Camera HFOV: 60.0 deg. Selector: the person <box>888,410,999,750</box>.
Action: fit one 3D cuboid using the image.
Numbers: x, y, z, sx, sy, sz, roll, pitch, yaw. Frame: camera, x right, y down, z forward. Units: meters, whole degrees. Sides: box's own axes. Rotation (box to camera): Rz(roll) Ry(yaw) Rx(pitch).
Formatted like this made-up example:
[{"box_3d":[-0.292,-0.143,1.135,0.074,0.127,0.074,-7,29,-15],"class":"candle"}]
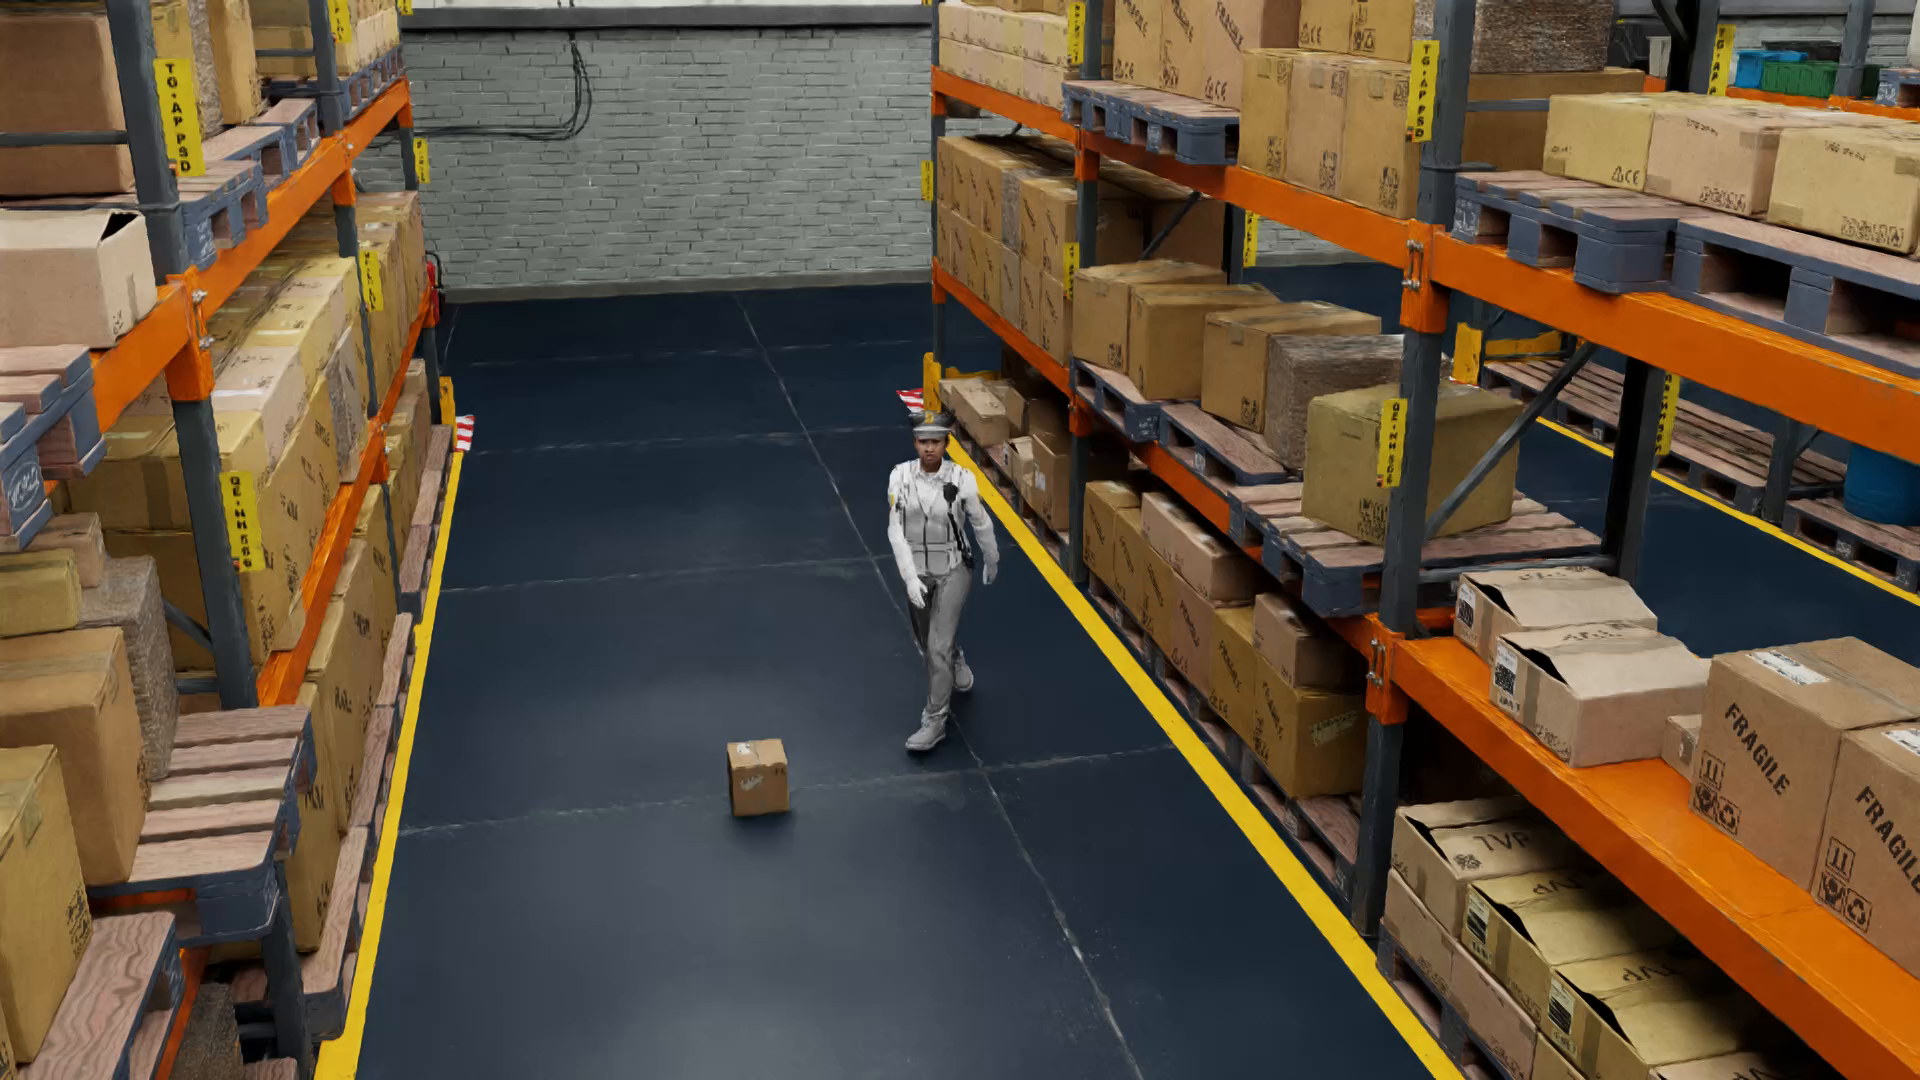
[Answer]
[{"box_3d":[-0.098,0.126,8.192,0.481,1.646,0.920,6,21,16],"class":"person"}]
